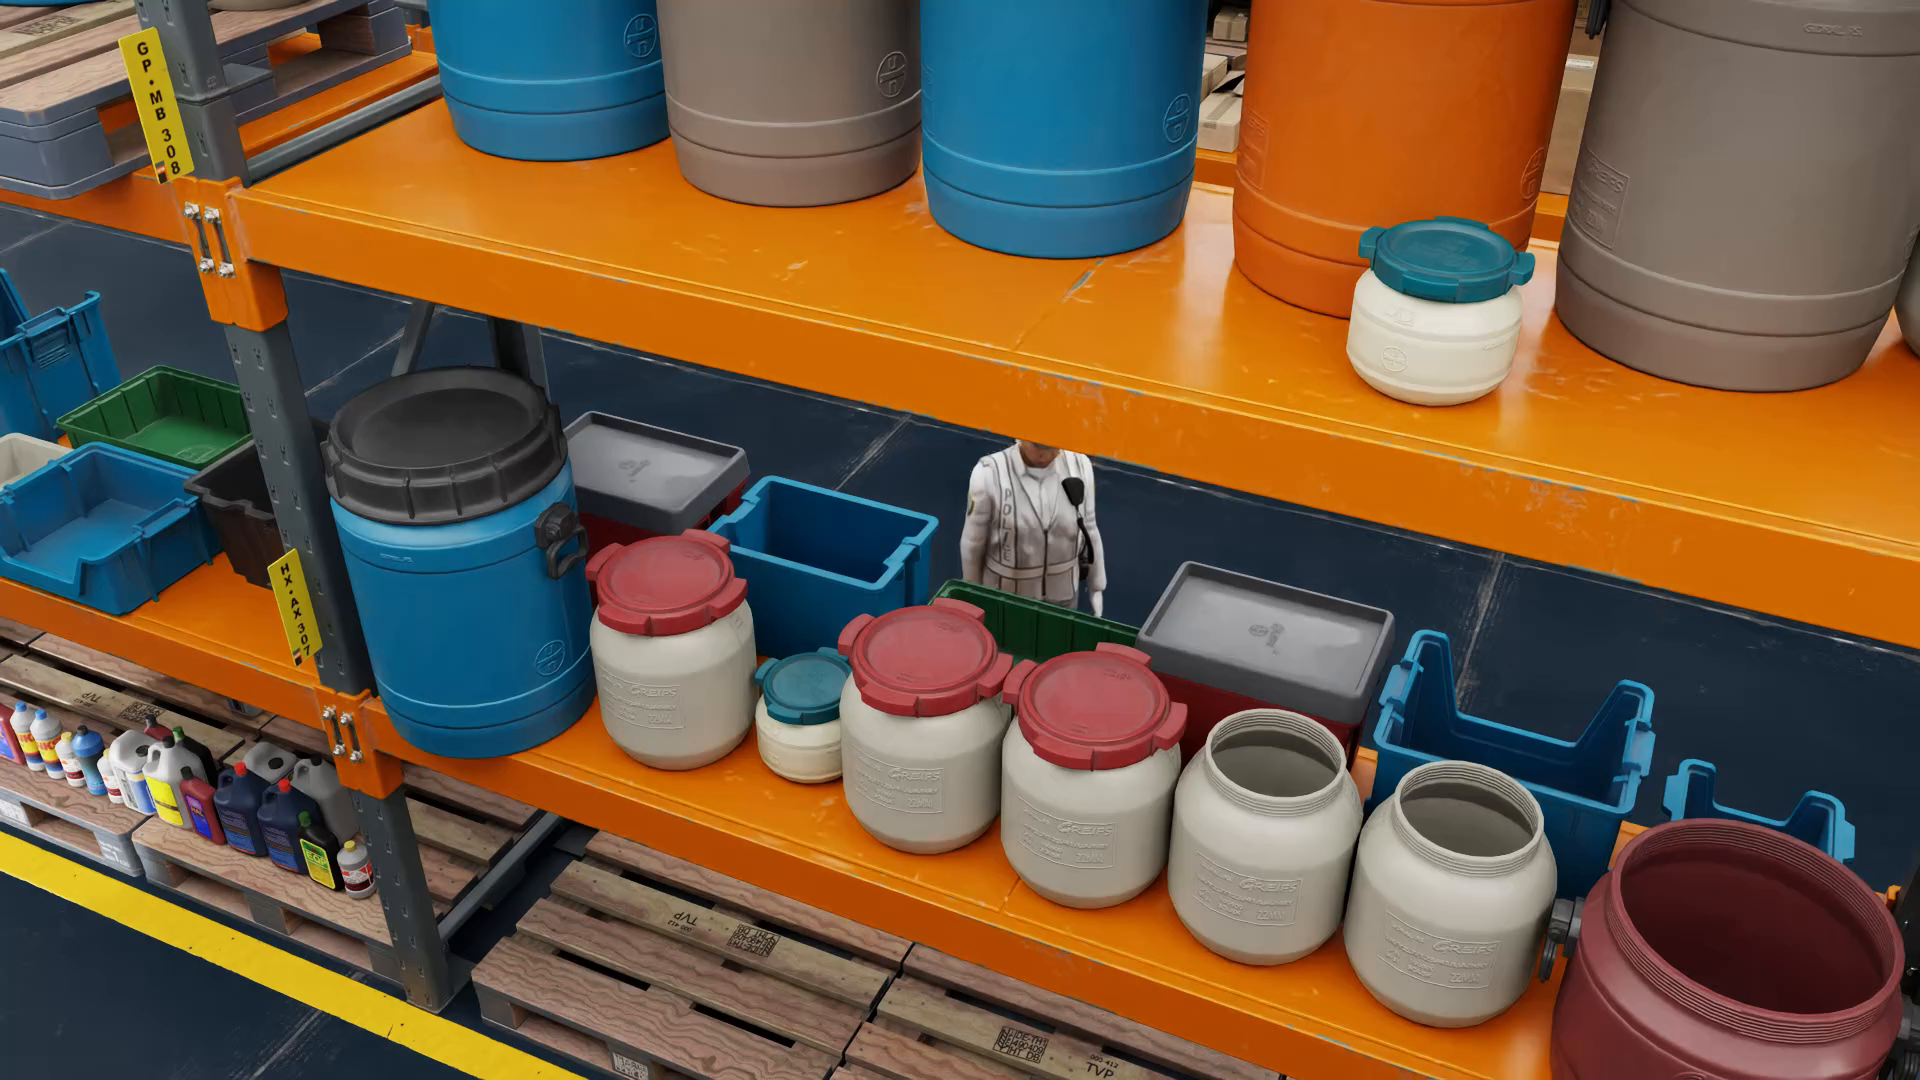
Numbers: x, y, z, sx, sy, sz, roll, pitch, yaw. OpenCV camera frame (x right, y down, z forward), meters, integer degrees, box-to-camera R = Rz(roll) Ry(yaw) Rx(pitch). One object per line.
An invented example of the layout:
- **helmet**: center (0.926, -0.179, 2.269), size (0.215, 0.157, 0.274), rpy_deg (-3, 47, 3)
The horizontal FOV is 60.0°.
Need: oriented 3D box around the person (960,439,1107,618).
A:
- **person**: center (0.280, 0.240, 5.796), size (0.508, 1.704, 0.414), rpy_deg (-11, 35, -16)
